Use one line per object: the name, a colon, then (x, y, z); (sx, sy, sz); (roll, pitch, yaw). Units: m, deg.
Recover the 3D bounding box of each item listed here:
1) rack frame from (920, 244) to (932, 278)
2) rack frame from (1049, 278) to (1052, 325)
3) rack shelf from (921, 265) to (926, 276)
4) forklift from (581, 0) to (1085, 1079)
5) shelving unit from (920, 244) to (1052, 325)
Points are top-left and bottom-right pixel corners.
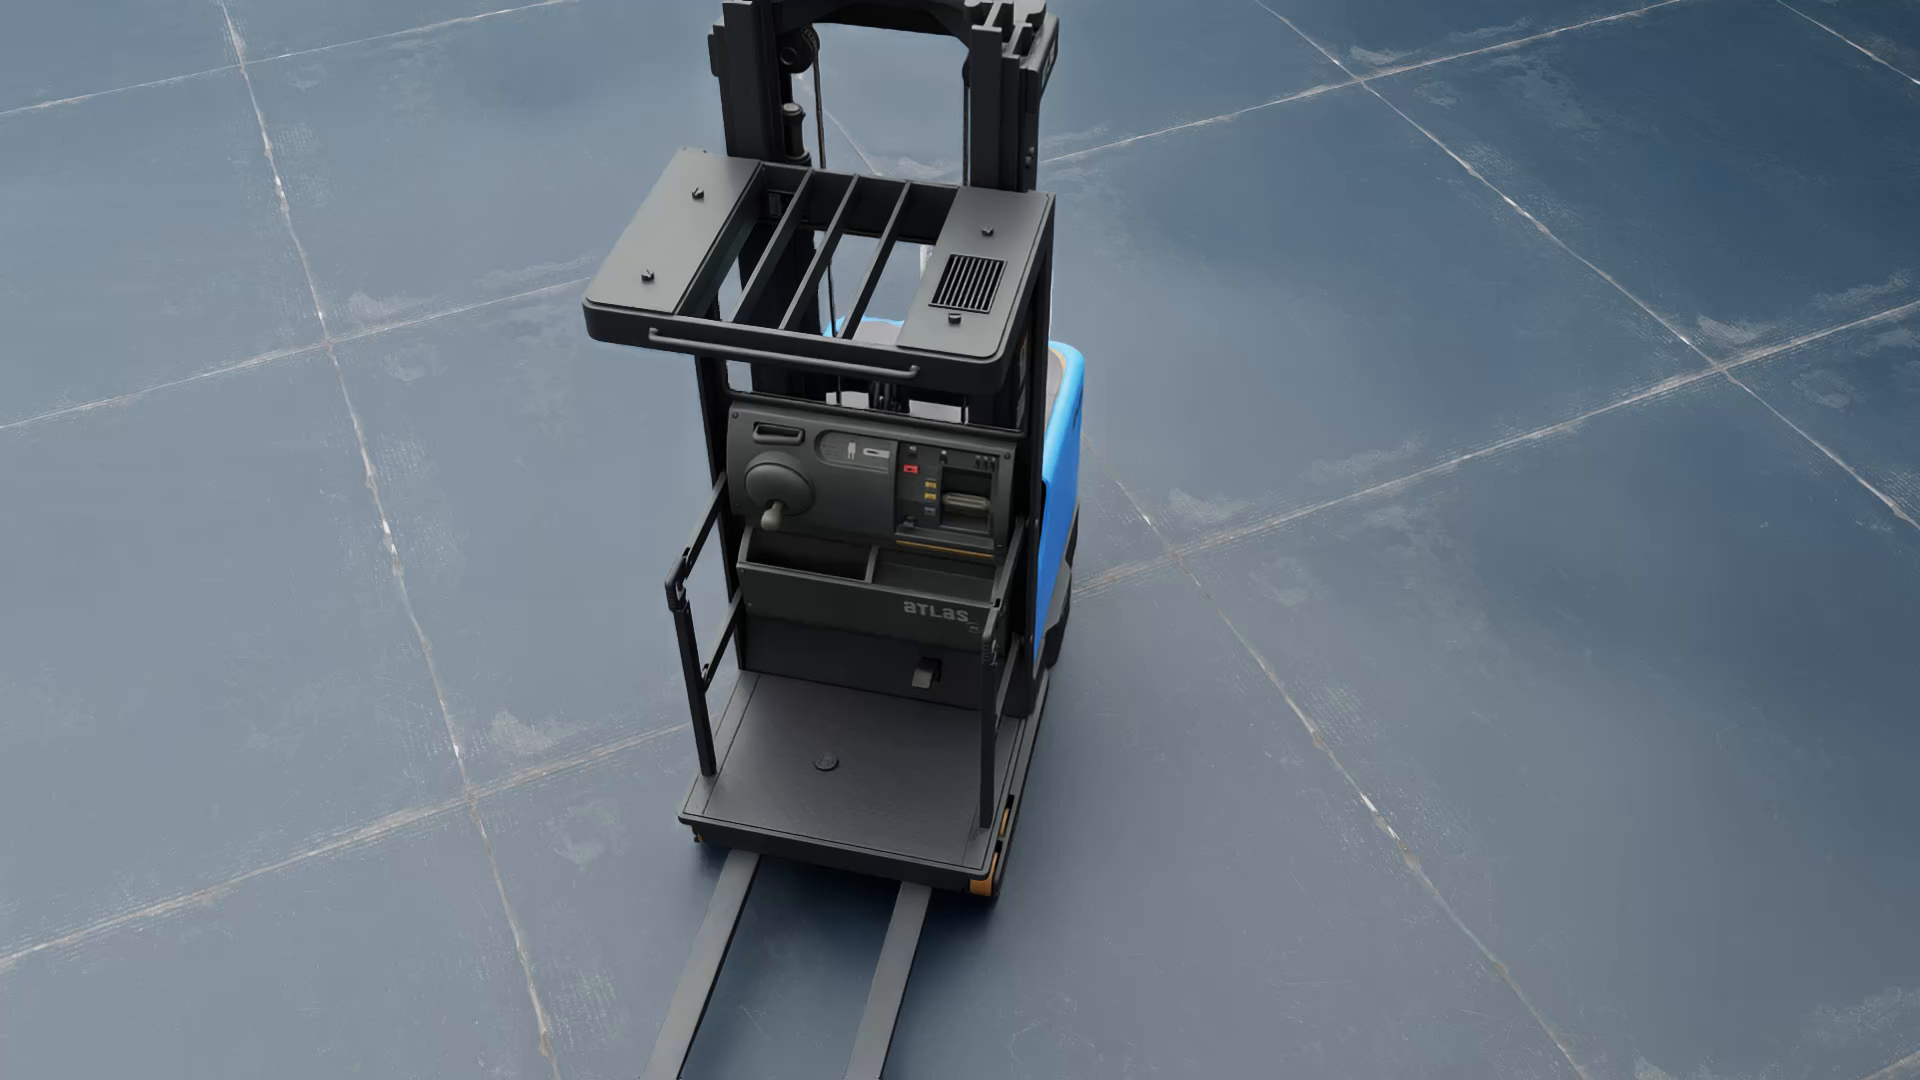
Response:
rack frame: (-0.065, -0.816, 7.091); (0.240, 1.200, 0.015); (-33, 53, -29)
rack frame: (0.265, -0.563, 6.835); (0.240, 1.200, 0.015); (-33, 53, -29)
rack shelf: (0.100, -0.986, 6.671); (0.258, 0.148, 0.480); (-33, 53, -29)
forklift: (-0.334, -0.090, 5.124); (1.130, 2.935, 3.031); (9, 45, 9)
shelving unit: (0.100, -0.689, 6.963); (0.258, 1.200, 0.503); (-33, 53, -29)
